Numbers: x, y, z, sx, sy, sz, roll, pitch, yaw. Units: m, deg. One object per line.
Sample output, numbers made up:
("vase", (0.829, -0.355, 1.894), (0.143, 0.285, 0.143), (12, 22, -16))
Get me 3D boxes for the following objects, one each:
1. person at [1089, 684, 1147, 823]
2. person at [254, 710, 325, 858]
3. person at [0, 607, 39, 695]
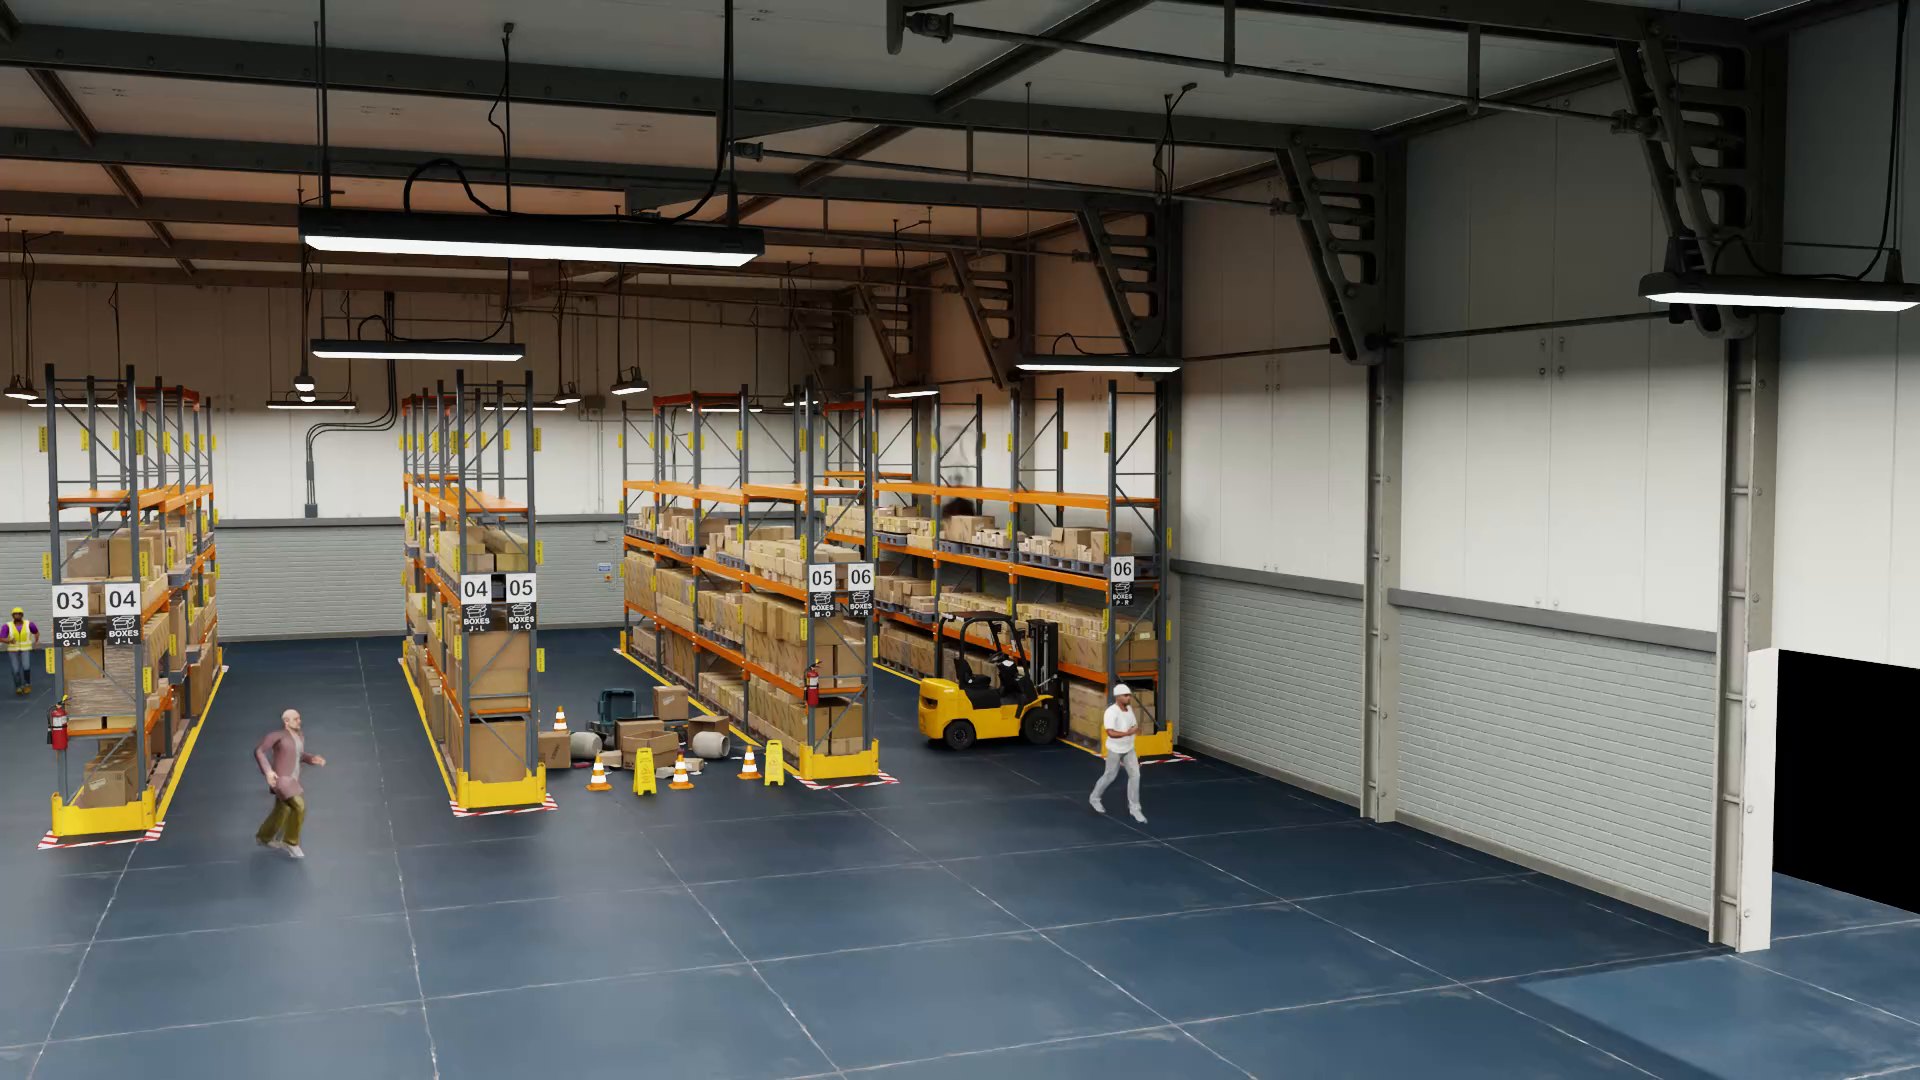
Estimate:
("person", (2.104, 2.807, 22.104), (0.681, 1.804, 0.897), (-3, 5, -44))
("person", (-8.166, 3.012, 20.167), (0.917, 1.735, 0.636), (0, 3, 7))
("person", (-18.571, 2.200, 32.855), (0.676, 1.745, 0.670), (-2, 4, -29))
